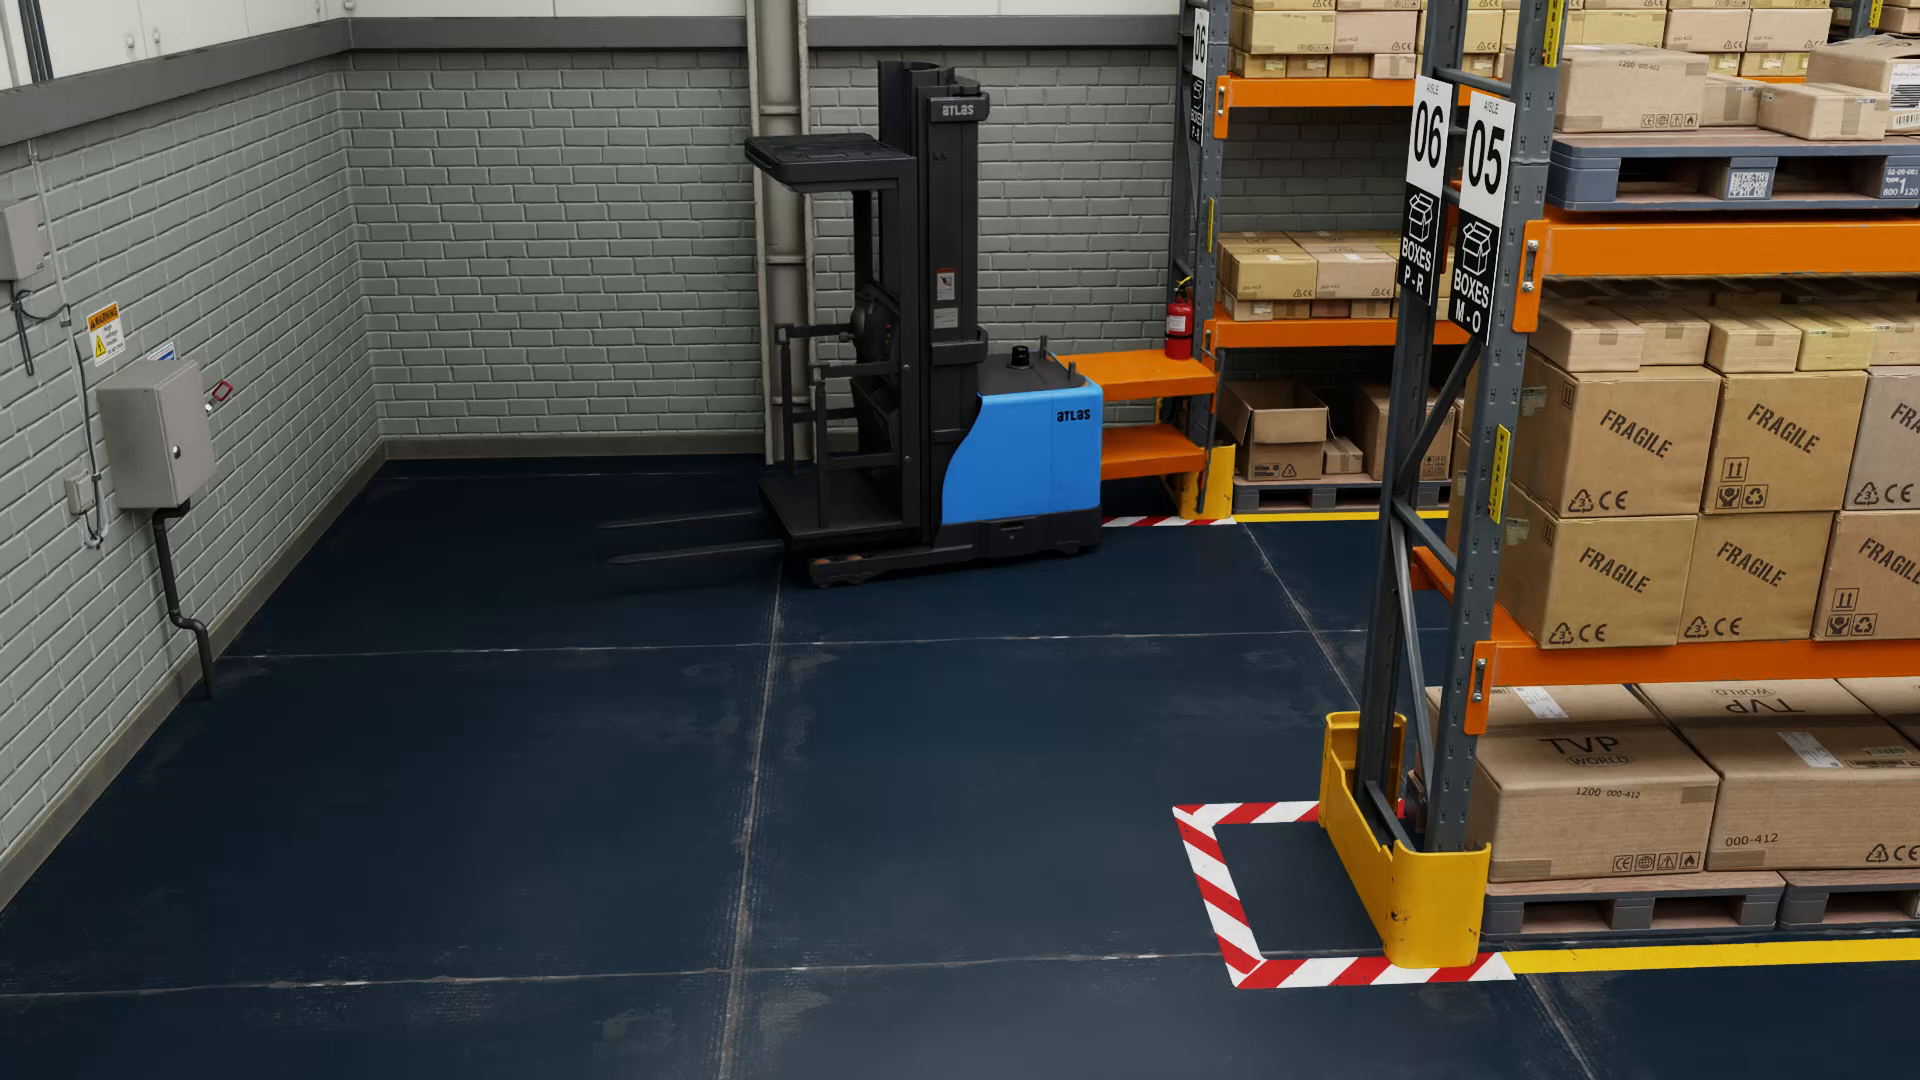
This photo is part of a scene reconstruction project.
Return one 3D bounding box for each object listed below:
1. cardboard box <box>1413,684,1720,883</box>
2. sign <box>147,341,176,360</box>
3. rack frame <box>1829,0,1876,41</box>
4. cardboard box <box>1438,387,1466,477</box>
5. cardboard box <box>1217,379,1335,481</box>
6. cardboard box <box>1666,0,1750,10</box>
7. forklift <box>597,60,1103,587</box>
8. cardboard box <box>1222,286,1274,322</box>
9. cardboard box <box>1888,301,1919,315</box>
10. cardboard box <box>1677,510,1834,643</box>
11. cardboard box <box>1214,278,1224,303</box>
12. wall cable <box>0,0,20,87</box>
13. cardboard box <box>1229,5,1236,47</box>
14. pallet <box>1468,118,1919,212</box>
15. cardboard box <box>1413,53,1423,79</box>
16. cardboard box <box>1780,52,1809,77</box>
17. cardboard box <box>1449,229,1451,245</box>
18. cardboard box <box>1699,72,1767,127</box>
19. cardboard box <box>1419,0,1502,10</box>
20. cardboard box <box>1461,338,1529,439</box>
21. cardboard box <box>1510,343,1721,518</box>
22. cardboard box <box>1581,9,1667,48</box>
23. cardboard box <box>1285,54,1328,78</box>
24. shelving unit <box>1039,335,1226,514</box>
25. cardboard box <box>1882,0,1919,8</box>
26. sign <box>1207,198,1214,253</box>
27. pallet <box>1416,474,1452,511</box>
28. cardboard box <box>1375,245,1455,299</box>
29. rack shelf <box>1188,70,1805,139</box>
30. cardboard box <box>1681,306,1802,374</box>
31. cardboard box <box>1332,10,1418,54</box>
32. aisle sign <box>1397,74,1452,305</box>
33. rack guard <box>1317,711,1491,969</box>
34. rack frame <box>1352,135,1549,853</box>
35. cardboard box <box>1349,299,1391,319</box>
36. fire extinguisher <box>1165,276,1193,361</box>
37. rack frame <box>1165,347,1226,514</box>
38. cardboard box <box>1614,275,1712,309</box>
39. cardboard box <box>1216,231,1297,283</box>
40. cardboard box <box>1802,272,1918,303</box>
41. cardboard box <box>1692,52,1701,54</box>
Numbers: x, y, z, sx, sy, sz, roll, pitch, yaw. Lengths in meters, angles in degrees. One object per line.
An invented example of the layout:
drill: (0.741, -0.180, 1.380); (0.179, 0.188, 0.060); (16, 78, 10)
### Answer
cardboard box: (2.462, 0.973, 6.860); (0.875, 0.438, 0.875); (-2, 21, -5)
sign: (-4.028, -0.732, 8.462); (0.001, 0.494, 0.329); (-1, 21, -3)
rack frame: (5.516, -4.627, 10.128); (0.127, 3.000, 1.000); (-1, 21, -3)
cardboard box: (3.527, -0.728, 11.240); (0.500, 0.500, 0.500); (-1, 21, -2)
cardboard box: (2.138, -0.751, 11.295); (0.637, 0.503, 0.797); (-2, 21, -5)
cardboard box: (4.519, -3.419, 10.259); (0.500, 0.250, 0.500); (-1, 21, -4)
forklift: (-0.691, -1.300, 9.915); (3.031, 2.935, 1.130); (-6, 22, -16)
cardboard box: (1.866, -1.534, 10.788); (0.250, 0.149, 0.380); (-1, 21, -3)
cardboard box: (3.475, -0.726, 5.855); (0.250, 0.149, 0.380); (-1, 21, -3)
cardboard box: (2.808, 0.046, 6.143); (0.500, 0.500, 0.500); (-1, 21, -4)
cardboard box: (1.838, -1.727, 11.294); (0.250, 0.149, 0.380); (-1, 21, -4)
wall cable: (-3.894, -2.834, 5.419); (0.029, 3.000, 2.355); (-1, 21, -3)
cardboard box: (1.951, -3.319, 10.699); (0.500, 0.250, 0.500); (-2, 21, -4)
pallet: (2.549, -1.358, 5.882); (1.213, 0.211, 1.003); (-1, 21, -3)
cardboard box: (2.887, -2.941, 10.267); (0.250, 0.149, 0.380); (-1, 21, -3)
cardboard box: (5.174, -2.996, 10.411); (0.250, 0.149, 0.380); (-1, 21, -3)
cardboard box: (3.498, -1.944, 11.304); (0.500, 0.250, 0.500); (-1, 21, -3)
cardboard box: (2.667, -1.585, 5.974); (0.250, 0.149, 0.380); (-3, 21, -7)
cardboard box: (2.989, -3.385, 10.171); (0.500, 0.250, 0.500); (-1, 21, -4)
cardboard box: (2.277, -0.588, 6.403); (0.500, 0.500, 0.500); (0, 21, -1)
cardboard box: (2.305, -0.402, 5.915); (0.500, 0.500, 0.500); (-2, 21, -4)
cardboard box: (4.018, -3.175, 10.321); (0.500, 0.250, 0.500); (-1, 21, -2)
cardboard box: (2.114, -2.965, 10.331); (0.250, 0.149, 0.380); (-1, 21, -2)
shelving unit: (1.047, -0.729, 10.659); (1.048, 1.125, 0.538); (-6, 29, -19)
cardboard box: (5.839, -3.340, 10.167); (0.250, 0.149, 0.380); (-1, 21, -1)
sign: (1.553, -1.954, 10.321); (0.005, 0.325, 0.100); (-1, 21, -3)
pallet: (3.609, -0.481, 11.588); (1.213, 0.211, 1.003); (-1, 21, -3)
cardboard box: (3.000, -1.747, 10.785); (0.500, 0.250, 0.500); (-2, 21, -4)
rack shelf: (3.519, -2.849, 10.683); (4.000, 0.370, 1.077); (-1, 21, -3)
cardboard box: (2.703, -0.700, 5.787); (0.250, 0.149, 0.380); (-1, 21, -1)
cardboard box: (2.487, -3.143, 10.237); (0.500, 0.250, 0.500); (-1, 21, -2)
aisle sign: (1.720, -1.303, 6.173); (0.004, 0.787, 0.394); (-1, 21, -3)
rack guard: (1.785, 1.190, 6.794); (0.348, 0.500, 1.175); (-1, 21, -3)
rack frame: (1.809, 0.021, 6.351); (0.127, 3.000, 1.000); (-1, 21, -3)
cardboard box: (2.633, -1.557, 10.847); (0.250, 0.149, 0.380); (-1, 21, -1)
fire extinguisher: (1.402, -1.365, 10.623); (0.183, 0.674, 0.296); (-1, 21, -3)
rack frame: (1.525, -0.781, 10.825); (0.032, 1.125, 0.500); (-6, 29, -19)
cardboard box: (2.661, -0.924, 6.374); (0.250, 0.149, 0.380); (-1, 21, -4)
cardboard box: (1.966, -1.915, 11.228); (0.500, 0.250, 0.500); (-1, 21, -1)
cardboard box: (3.427, -0.920, 6.365); (0.250, 0.149, 0.380); (-1, 21, -2)
cardboard box: (4.415, -2.986, 10.386); (0.250, 0.149, 0.380); (-1, 21, -3)
